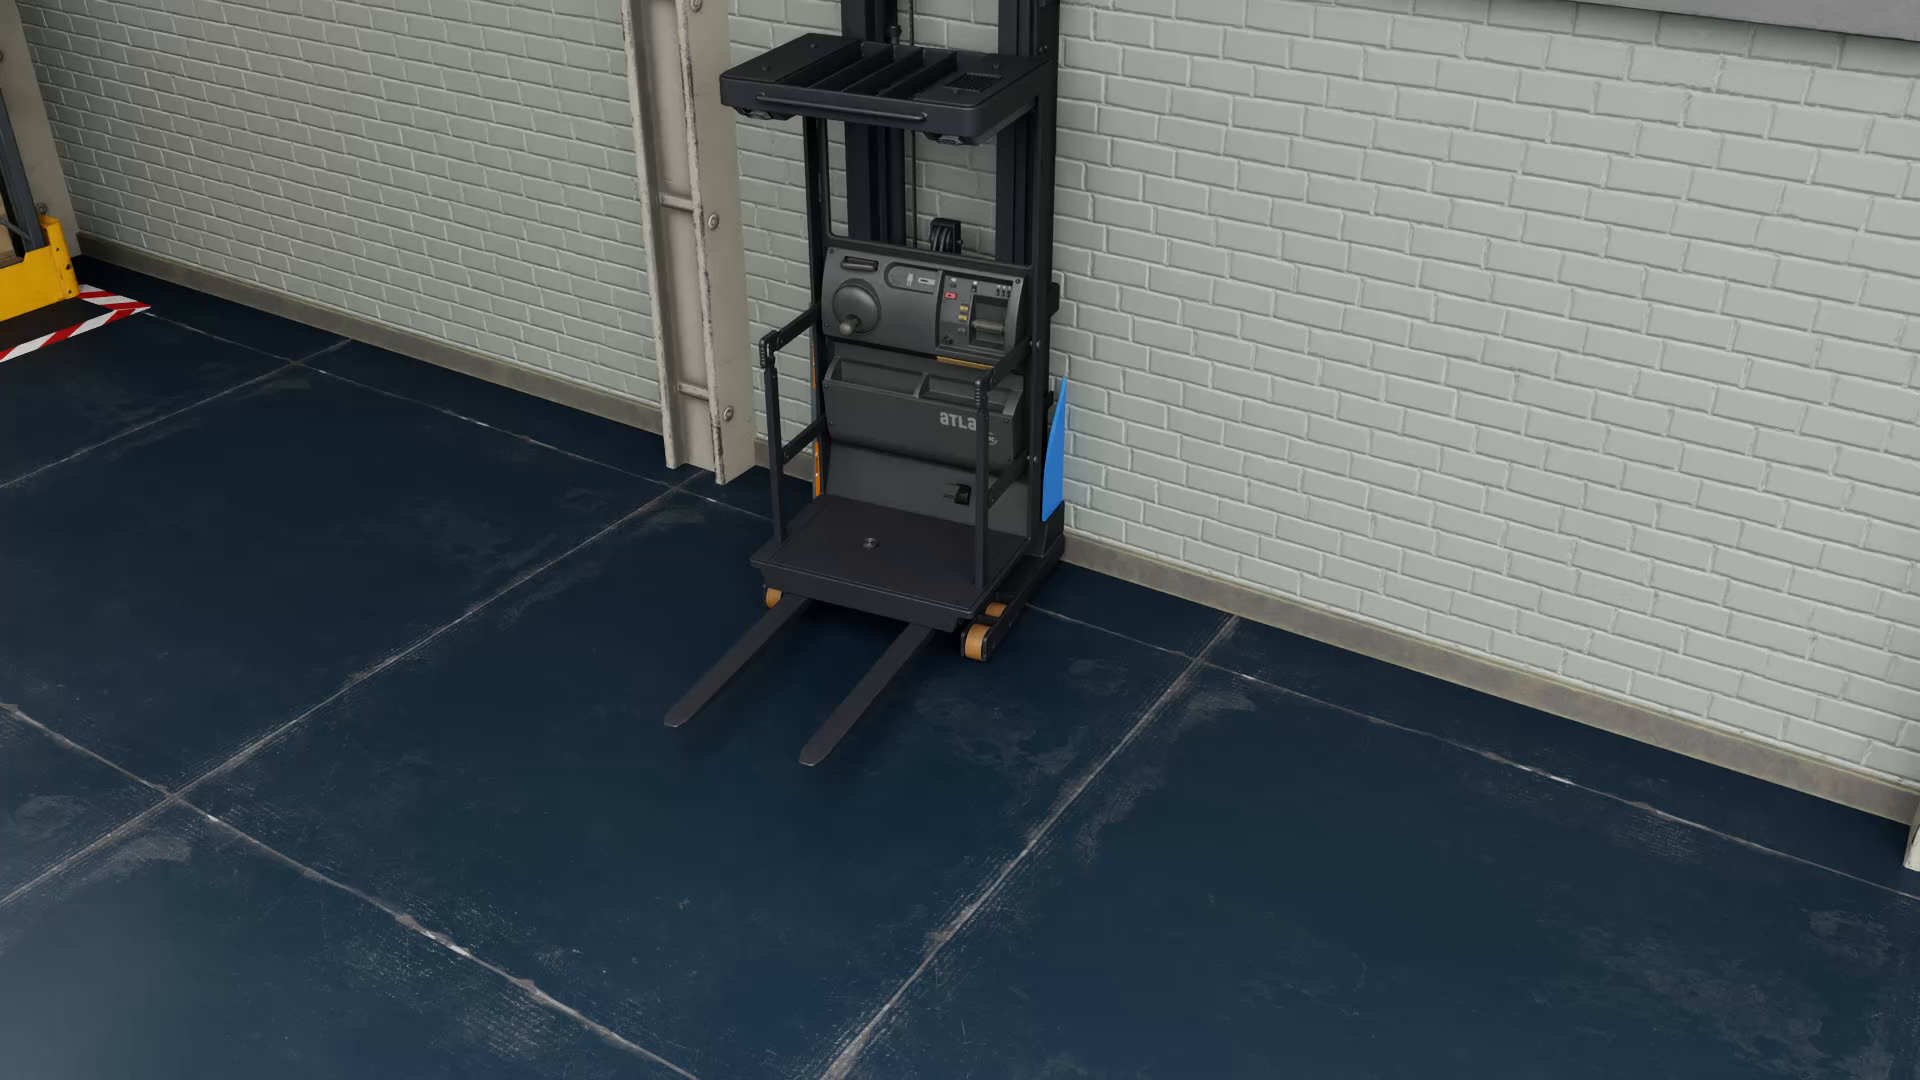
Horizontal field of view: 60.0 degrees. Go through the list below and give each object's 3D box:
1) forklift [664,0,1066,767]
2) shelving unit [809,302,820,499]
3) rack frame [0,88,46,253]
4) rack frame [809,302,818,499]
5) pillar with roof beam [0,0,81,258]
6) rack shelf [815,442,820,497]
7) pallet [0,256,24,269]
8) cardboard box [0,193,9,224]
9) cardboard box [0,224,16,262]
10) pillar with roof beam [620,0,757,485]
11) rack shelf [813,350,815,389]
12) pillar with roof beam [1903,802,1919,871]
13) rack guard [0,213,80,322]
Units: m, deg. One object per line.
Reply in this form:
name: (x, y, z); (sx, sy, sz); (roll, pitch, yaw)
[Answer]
forklift: (-0.253, -0.978, 7.018); (1.130, 2.935, 3.031); (13, 33, 20)
shelving unit: (-0.135, -0.576, 7.987); (1.048, 1.125, 0.538); (7, 16, 23)
rack frame: (-6.302, -2.740, 9.970); (0.127, 3.000, 1.000); (18, 35, 27)
rack frame: (-0.598, -0.631, 8.188); (0.032, 1.125, 0.500); (7, 16, 23)
pillar with roof beam: (-8.701, -4.065, 6.288); (0.400, 9.000, 9.100); (18, 35, 27)
rack shelf: (-0.135, -0.340, 8.050); (1.000, 0.278, 0.538); (7, 16, 23)
pallet: (-6.972, -1.723, 10.994); (1.213, 0.211, 1.003); (18, 35, 27)
cardboard box: (-6.590, -2.165, 10.799); (0.500, 0.250, 0.500); (18, 35, 28)
cardboard box: (-6.614, -1.949, 10.926); (0.500, 0.250, 0.500); (18, 35, 28)
pillar with roof beam: (-3.620, -2.458, 3.533); (0.400, 9.000, 9.100); (18, 35, 27)
rack shelf: (-0.134, -0.859, 7.911); (1.000, 0.278, 0.538); (7, 16, 23)
pillar with roof beam: (1.462, -0.851, 0.778); (0.400, 9.000, 9.100); (18, 35, 27)
rack guard: (-6.282, -1.654, 10.589); (0.348, 0.500, 1.175); (18, 35, 27)
